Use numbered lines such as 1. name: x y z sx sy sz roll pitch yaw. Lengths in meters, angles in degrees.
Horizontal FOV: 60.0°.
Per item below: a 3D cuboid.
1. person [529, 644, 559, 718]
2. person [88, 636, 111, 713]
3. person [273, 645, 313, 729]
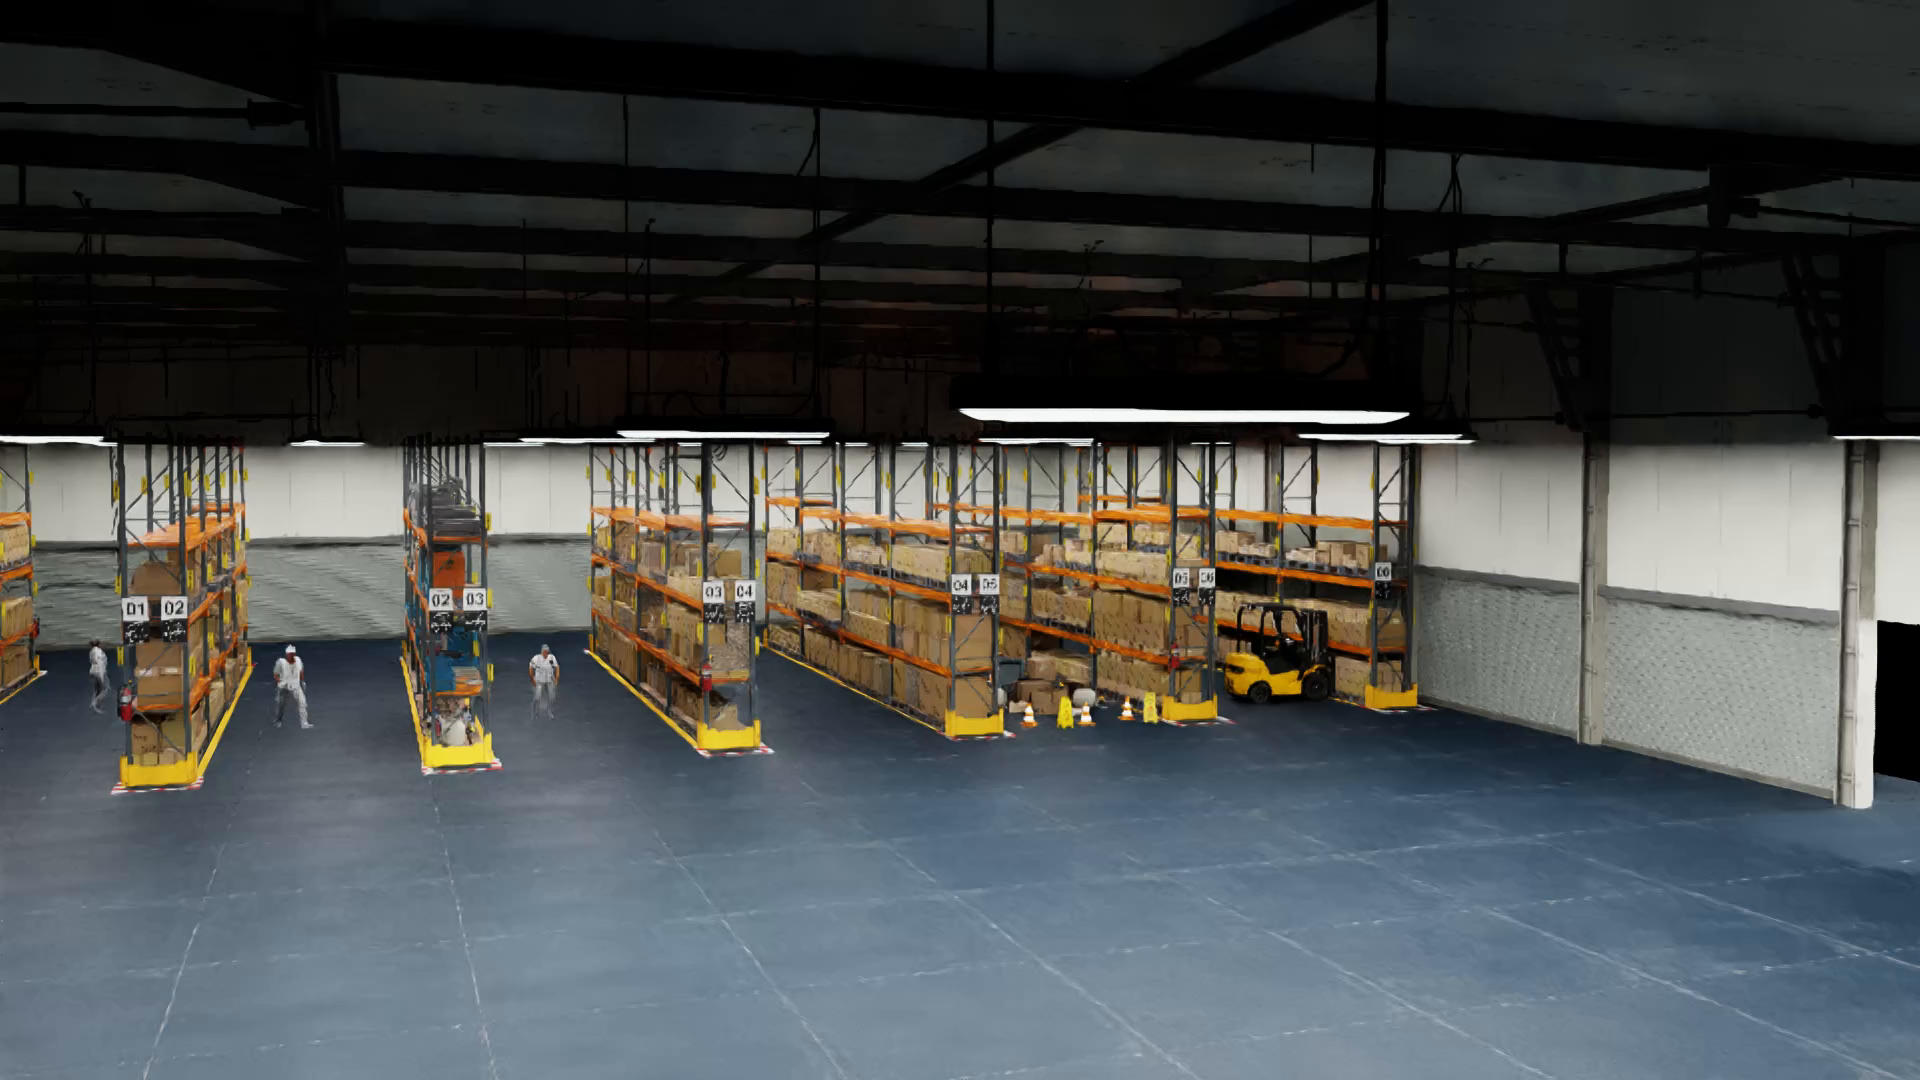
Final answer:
1. person: -8.770 2.980 35.093 0.625 1.611 0.582 -1 3 -22
2. person: -18.547 2.904 35.734 0.517 1.675 0.414 3 4 40
3. person: -13.631 2.981 33.830 0.701 1.717 0.849 -2 4 -36
